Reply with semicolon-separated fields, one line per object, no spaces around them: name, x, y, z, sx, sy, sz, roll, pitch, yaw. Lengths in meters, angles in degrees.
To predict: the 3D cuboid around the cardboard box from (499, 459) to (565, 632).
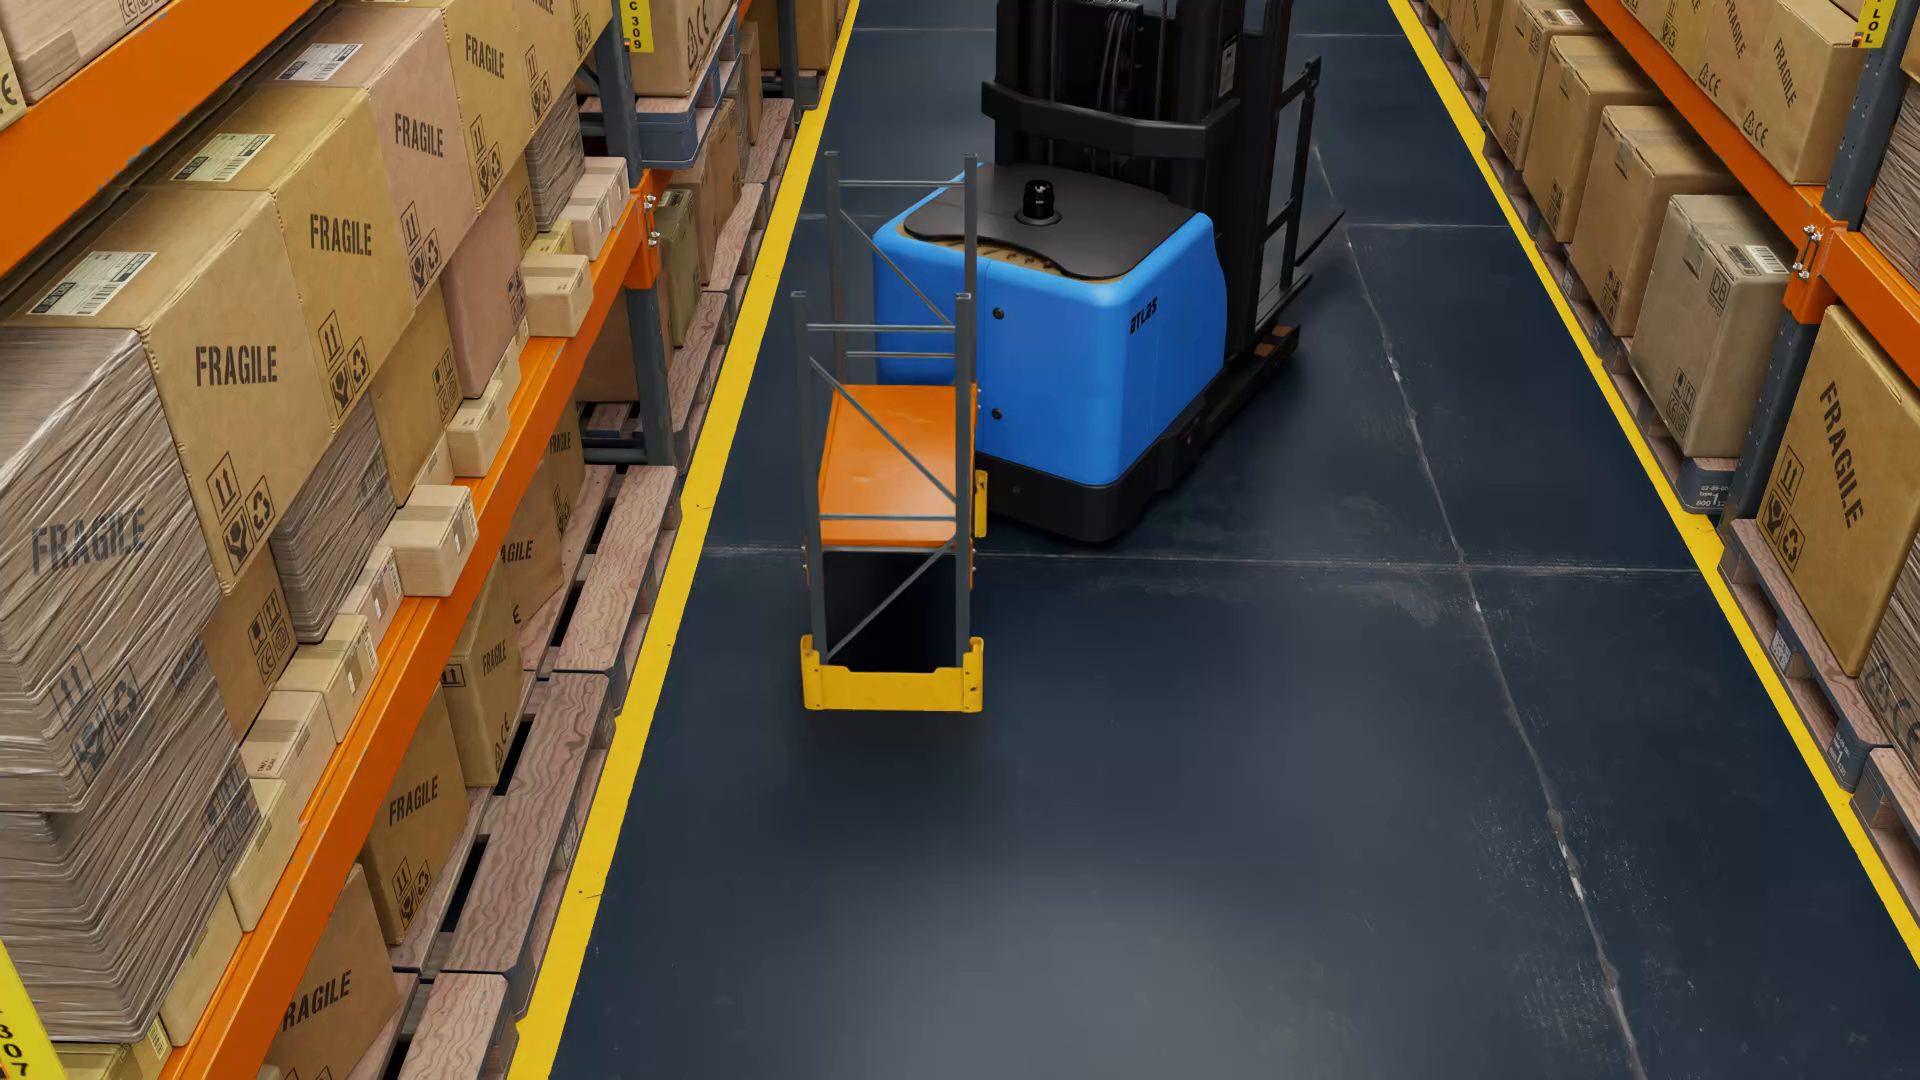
cardboard box;-1.666;0.023;5.417;0.500;0.500;0.500;12;37;17

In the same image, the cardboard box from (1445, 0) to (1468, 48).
cardboard box;3.308;-3.343;10.207;0.500;0.500;0.500;3;35;4

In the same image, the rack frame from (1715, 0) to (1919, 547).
rack frame;3.357;-1.213;5.368;1.000;3.000;0.127;1;35;2

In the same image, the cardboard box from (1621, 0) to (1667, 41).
cardboard box;3.169;-2.433;7.016;0.500;0.500;0.500;1;35;1

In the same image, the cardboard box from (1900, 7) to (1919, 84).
cardboard box;3.308;-1.505;4.714;0.875;0.550;0.550;1;35;2

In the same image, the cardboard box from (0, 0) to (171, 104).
cardboard box;-1.463;-0.821;2.331;0.500;0.250;0.500;1;35;1

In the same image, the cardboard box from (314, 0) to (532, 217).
cardboard box;-1.378;-1.118;4.017;0.500;0.500;0.500;1;35;2

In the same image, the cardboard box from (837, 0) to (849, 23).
cardboard box;-1.342;-3.895;10.665;1.225;0.875;0.875;1;35;2

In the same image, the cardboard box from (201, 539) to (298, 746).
cardboard box;-1.806;0.144;3.090;0.875;0.500;0.500;1;35;2

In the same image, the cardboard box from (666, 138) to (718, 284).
cardboard box;-1.489;-1.491;7.553;0.700;0.500;0.500;-2;35;-2

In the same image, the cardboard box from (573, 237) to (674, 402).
cardboard box;-1.549;-0.895;6.707;0.700;0.500;0.500;-1;35;-2

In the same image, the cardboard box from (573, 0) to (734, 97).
cardboard box;-1.423;-2.256;5.965;1.000;1.000;1.000;2;35;2

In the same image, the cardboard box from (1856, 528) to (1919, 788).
cardboard box;3.229;0.362;4.609;0.875;0.875;0.875;2;35;2

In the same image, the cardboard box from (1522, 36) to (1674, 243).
cardboard box;3.372;-1.913;7.954;1.050;0.750;0.750;2;35;3

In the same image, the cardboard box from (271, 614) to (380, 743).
cardboard box;-1.445;0.283;3.457;0.380;0.149;0.250;1;35;2

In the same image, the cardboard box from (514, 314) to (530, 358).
cardboard box;-1.440;-0.580;4.686;0.380;0.149;0.250;1;35;2

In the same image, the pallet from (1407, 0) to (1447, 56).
pallet;3.602;-3.519;11.073;1.003;0.211;1.213;1;35;2

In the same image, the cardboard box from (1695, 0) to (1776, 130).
cardboard box;3.131;-1.850;6.187;0.500;0.500;0.500;1;35;1

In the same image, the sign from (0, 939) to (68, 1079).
sign;-1.213;0.570;2.077;0.100;0.325;0.005;1;35;2

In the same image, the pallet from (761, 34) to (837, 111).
pallet;-1.327;-2.994;10.327;1.003;0.211;1.213;1;35;2

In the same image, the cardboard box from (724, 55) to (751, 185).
cardboard box;-1.451;-2.137;8.473;0.700;0.500;0.500;-1;35;-2

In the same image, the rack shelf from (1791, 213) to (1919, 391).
rack shelf;3.277;0.230;3.940;1.077;0.370;4.000;1;35;2

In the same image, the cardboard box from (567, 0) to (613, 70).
cardboard box;-1.338;-1.693;4.835;0.500;0.500;0.500;1;35;2

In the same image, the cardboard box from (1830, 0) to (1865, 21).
cardboard box;3.371;-1.949;5.457;0.700;0.500;0.500;1;35;1

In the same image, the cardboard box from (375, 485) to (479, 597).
cardboard box;-1.349;-0.003;3.864;0.380;0.149;0.250;1;35;2

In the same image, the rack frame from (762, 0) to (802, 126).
rack frame;-1.434;-3.684;8.883;1.000;3.000;0.127;1;35;2

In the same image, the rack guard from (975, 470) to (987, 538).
rack guard;-0.193;-0.137;6.228;0.587;0.250;0.087;1;35;1

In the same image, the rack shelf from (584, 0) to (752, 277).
rack shelf;-1.515;-2.241;7.455;1.077;0.370;4.000;1;35;2

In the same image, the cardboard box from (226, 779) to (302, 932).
cardboard box;-1.452;0.570;3.048;0.380;0.149;0.250;1;35;2

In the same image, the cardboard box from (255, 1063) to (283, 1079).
cardboard box;-1.714;1.405;3.451;0.500;0.500;0.500;8;36;11

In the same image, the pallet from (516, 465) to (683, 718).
pallet;-1.586;0.142;5.865;1.003;0.211;1.213;1;35;2

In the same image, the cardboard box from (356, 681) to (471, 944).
cardboard box;-1.680;0.701;4.452;0.500;0.500;0.500;4;35;6

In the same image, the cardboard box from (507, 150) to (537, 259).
cardboard box;-1.730;-1.005;4.726;0.875;0.500;0.500;1;35;2

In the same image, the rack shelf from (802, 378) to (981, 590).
rack shelf;-0.206;-0.210;5.557;0.538;0.185;1.000;1;35;1

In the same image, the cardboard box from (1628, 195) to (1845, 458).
cardboard box;3.292;-0.823;6.404;1.050;0.750;0.750;1;35;2

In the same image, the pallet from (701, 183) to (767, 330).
pallet;-1.519;-1.395;8.052;1.003;0.211;1.213;1;35;2

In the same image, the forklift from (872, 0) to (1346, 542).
forklift;0.847;-2.012;6.563;1.130;2.935;3.031;19;39;24

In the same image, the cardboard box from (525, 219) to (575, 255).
cardboard box;-1.399;-0.867;5.094;0.380;0.149;0.250;1;35;2

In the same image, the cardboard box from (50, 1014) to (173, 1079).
cardboard box;-1.506;0.857;2.641;0.380;0.149;0.250;1;35;2

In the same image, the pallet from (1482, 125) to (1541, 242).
pallet;3.411;-1.919;8.797;1.003;0.211;1.213;1;35;2

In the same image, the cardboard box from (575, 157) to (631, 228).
cardboard box;-1.310;-1.153;5.500;0.380;0.149;0.250;1;35;2

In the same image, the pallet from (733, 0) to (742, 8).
pallet;-1.473;-2.467;7.319;1.003;0.211;1.213;1;35;2

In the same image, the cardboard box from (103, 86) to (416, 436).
cardboard box;-1.415;-0.544;3.199;0.500;0.500;0.500;1;35;2

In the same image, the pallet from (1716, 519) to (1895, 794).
pallet;3.248;0.363;5.550;1.003;0.211;1.213;1;35;2

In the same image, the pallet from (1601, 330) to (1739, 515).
pallet;3.313;-0.517;6.803;1.003;0.211;1.213;1;35;2

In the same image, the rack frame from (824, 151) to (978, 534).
rack frame;-0.193;-0.649;5.870;0.500;1.500;0.032;1;35;1

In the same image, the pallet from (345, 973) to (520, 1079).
pallet;-1.684;1.544;3.870;1.003;0.211;1.213;1;35;2

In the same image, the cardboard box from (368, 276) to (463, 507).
cardboard box;-1.711;-0.429;3.906;0.875;0.500;0.500;1;35;2

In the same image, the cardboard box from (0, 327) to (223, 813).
cardboard box;-1.461;0.031;2.382;0.500;0.500;0.500;1;35;2

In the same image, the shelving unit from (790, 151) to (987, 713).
shelving unit;-0.206;-0.362;5.461;0.587;1.500;1.083;1;35;1

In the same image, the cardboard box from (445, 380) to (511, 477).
cardboard box;-1.385;-0.291;4.274;0.380;0.149;0.250;1;35;2
